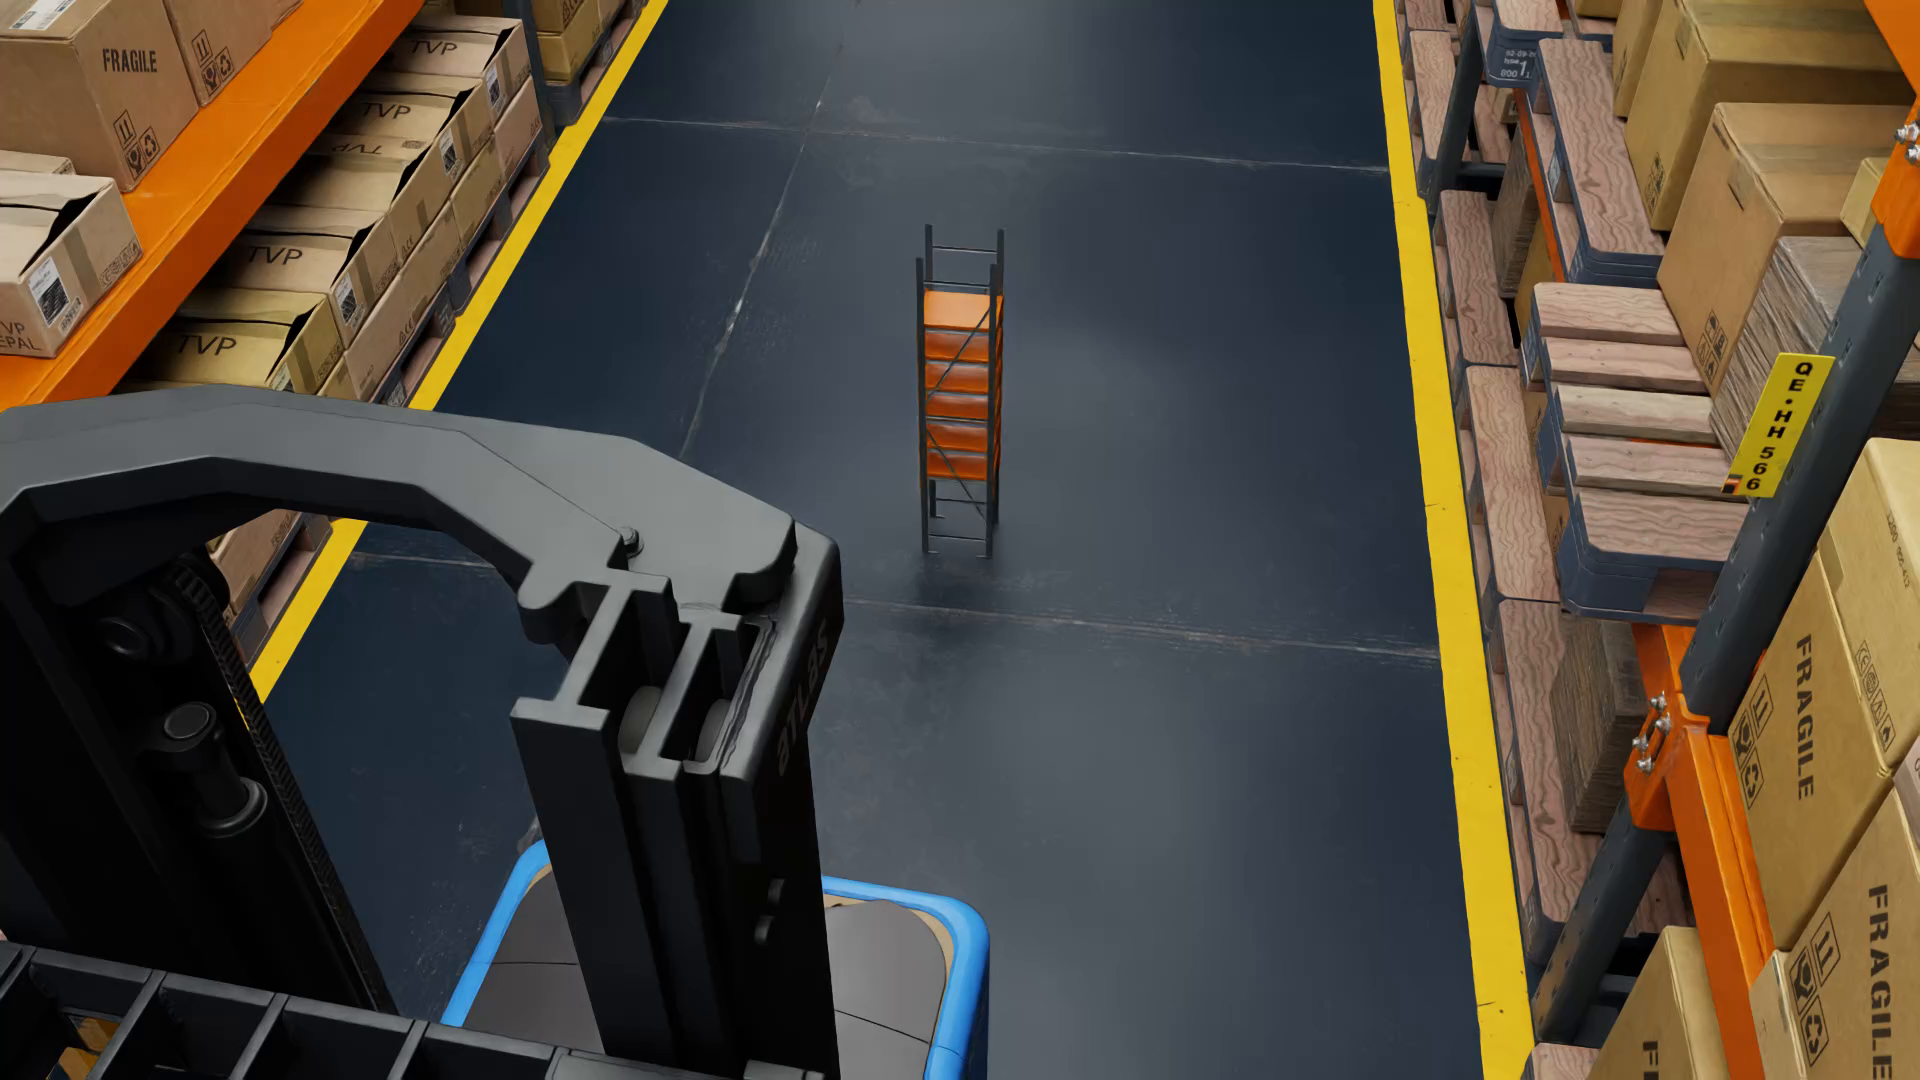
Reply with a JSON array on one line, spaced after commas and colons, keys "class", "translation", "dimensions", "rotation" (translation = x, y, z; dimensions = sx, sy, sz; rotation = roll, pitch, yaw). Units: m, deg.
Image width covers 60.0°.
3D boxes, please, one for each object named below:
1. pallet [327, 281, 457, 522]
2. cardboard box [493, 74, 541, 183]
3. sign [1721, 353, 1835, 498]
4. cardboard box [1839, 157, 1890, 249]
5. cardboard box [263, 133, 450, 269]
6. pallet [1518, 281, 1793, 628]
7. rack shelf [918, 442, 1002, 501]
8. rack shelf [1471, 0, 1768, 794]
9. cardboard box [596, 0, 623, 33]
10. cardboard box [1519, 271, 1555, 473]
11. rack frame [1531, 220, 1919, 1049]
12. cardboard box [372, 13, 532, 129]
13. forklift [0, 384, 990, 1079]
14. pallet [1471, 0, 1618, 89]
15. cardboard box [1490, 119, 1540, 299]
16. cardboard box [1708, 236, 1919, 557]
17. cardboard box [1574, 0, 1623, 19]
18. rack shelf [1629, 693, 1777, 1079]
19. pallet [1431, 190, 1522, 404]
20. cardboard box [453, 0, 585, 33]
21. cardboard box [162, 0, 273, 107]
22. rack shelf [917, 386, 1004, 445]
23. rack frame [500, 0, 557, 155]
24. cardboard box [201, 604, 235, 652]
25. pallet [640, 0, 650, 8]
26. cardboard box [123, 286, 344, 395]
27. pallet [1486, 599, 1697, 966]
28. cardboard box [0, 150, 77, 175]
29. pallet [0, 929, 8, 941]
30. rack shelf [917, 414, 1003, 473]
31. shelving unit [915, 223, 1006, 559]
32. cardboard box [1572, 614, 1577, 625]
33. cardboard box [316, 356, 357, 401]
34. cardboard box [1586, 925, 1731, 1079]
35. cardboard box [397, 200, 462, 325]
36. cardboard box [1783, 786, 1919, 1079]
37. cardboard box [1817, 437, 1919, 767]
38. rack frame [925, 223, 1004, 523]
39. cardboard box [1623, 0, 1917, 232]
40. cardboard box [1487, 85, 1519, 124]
[{"class": "pallet", "translation": [-2.586, -0.589, 6.219], "dimensions": [1.003, 0.211, 1.213], "rotation": [5, 44, 6]}, {"class": "cardboard box", "translation": [-2.136, -1.786, 7.149], "dimensions": [0.500, 0.250, 0.500], "rotation": [5, 44, 5]}, {"class": "sign", "translation": [1.474, -0.202, 2.997], "dimensions": [0.100, 0.325, 0.005], "rotation": [5, 44, 6]}, {"class": "cardboard box", "translation": [2.057, -0.658, 3.398], "dimensions": [0.380, 0.149, 0.250], "rotation": [-1, 43, -2]}, {"class": "cardboard box", "translation": [-2.269, -1.302, 6.230], "dimensions": [0.500, 0.311, 0.500], "rotation": [5, 44, 5]}, {"class": "pallet", "translation": [2.002, -0.193, 3.912], "dimensions": [1.213, 0.211, 1.003], "rotation": [5, 44, 6]}, {"class": "rack shelf", "translation": [0.002, -0.239, 5.543], "dimensions": [0.258, 0.103, 0.180], "rotation": [5, 44, 6]}, {"class": "rack shelf", "translation": [2.278, -0.869, 5.010], "dimensions": [1.077, 0.370, 4.000], "rotation": [5, 44, 6]}, {"class": "cardboard box", "translation": [-1.936, -2.724, 8.140], "dimensions": [0.500, 0.250, 0.500], "rotation": [5, 44, 6]}, {"class": "cardboard box", "translation": [2.335, -0.542, 5.639], "dimensions": [0.700, 0.500, 0.500], "rotation": [6, 44, 6]}, {"class": "rack frame", "translation": [2.013, 0.232, 3.323], "dimensions": [1.000, 3.000, 0.127], "rotation": [5, 44, 6]}, {"class": "cardboard box", "translation": [-2.138, -1.997, 6.964], "dimensions": [0.500, 0.311, 0.500], "rotation": [5, 44, 6]}, {"class": "forklift", "translation": [-0.719, 1.389, 2.152], "dimensions": [1.130, 2.935, 3.031], "rotation": [8, 44, 8]}, {"class": "pallet", "translation": [2.297, -1.916, 5.732], "dimensions": [1.003, 0.211, 1.213], "rotation": [5, 44, 6]}, {"class": "cardboard box", "translation": [2.461, -1.243, 6.379], "dimensions": [0.700, 0.500, 0.500], "rotation": [7, 44, 7]}, {"class": "cardboard box", "translation": [2.065, -0.285, 3.476], "dimensions": [0.700, 0.500, 0.500], "rotation": [1, 43, 1]}, {"class": "cardboard box", "translation": [2.360, -1.966, 5.252], "dimensions": [0.700, 0.500, 0.500], "rotation": [9, 44, 10]}, {"class": "rack shelf", "translation": [1.749, 1.857, 2.131], "dimensions": [1.077, 0.370, 4.000], "rotation": [5, 44, 6]}, {"class": "pallet", "translation": [2.441, -0.950, 6.600], "dimensions": [1.003, 0.211, 1.213], "rotation": [5, 44, 6]}, {"class": "cardboard box", "translation": [-1.997, -2.655, 7.522], "dimensions": [0.500, 0.500, 0.500], "rotation": [5, 44, 6]}, {"class": "cardboard box", "translation": [-2.622, -1.755, 5.349], "dimensions": [0.500, 0.500, 0.500], "rotation": [5, 44, 6]}, {"class": "rack shelf", "translation": [0.002, -0.413, 5.378], "dimensions": [0.258, 0.103, 0.180], "rotation": [5, 44, 6]}, {"class": "rack frame", "translation": [-2.369, -2.941, 6.675], "dimensions": [1.000, 3.000, 0.127], "rotation": [5, 44, 6]}, {"class": "cardboard box", "translation": [-2.537, 0.300, 4.945], "dimensions": [0.500, 0.250, 0.500], "rotation": [5, 44, 5]}, {"class": "pallet", "translation": [-2.063, -3.301, 9.082], "dimensions": [1.003, 0.211, 1.213], "rotation": [5, 44, 6]}, {"class": "cardboard box", "translation": [-2.406, -0.609, 5.498], "dimensions": [0.500, 0.311, 0.500], "rotation": [4, 44, 4]}, {"class": "pallet", "translation": [2.118, 0.713, 4.844], "dimensions": [1.003, 0.211, 1.213], "rotation": [5, 44, 6]}, {"class": "cardboard box", "translation": [-2.785, -0.998, 4.805], "dimensions": [0.380, 0.149, 0.250], "rotation": [8, 44, 9]}, {"class": "pallet", "translation": [-3.034, 1.303, 4.221], "dimensions": [1.003, 0.211, 1.213], "rotation": [5, 44, 6]}, {"class": "rack shelf", "translation": [0.002, -0.326, 5.461], "dimensions": [0.258, 0.103, 0.180], "rotation": [5, 44, 6]}, {"class": "shelving unit", "translation": [0.002, -0.446, 5.348], "dimensions": [0.258, 1.200, 0.189], "rotation": [5, 44, 6]}, {"class": "cardboard box", "translation": [2.240, 0.144, 4.914], "dimensions": [0.700, 0.500, 0.500], "rotation": [5, 44, 5]}, {"class": "cardboard box", "translation": [-2.409, -0.397, 5.682], "dimensions": [0.500, 0.250, 0.500], "rotation": [4, 44, 4]}, {"class": "cardboard box", "translation": [1.786, 1.350, 3.401], "dimensions": [0.750, 0.750, 0.750], "rotation": [5, 44, 5]}, {"class": "cardboard box", "translation": [-2.272, -1.093, 6.417], "dimensions": [0.500, 0.250, 0.500], "rotation": [6, 44, 6]}, {"class": "cardboard box", "translation": [1.617, 0.745, 2.478], "dimensions": [0.500, 0.500, 0.500], "rotation": [7, 44, 7]}, {"class": "cardboard box", "translation": [1.694, 0.114, 2.599], "dimensions": [0.500, 0.250, 0.500], "rotation": [6, 44, 7]}, {"class": "rack frame", "translation": [0.014, -0.508, 5.414], "dimensions": [0.240, 1.200, 0.006], "rotation": [5, 44, 6]}, {"class": "cardboard box", "translation": [2.208, -1.136, 4.375], "dimensions": [0.700, 0.500, 0.500], "rotation": [5, 44, 6]}, {"class": "cardboard box", "translation": [2.583, -1.992, 7.413], "dimensions": [0.380, 0.166, 0.250], "rotation": [0, 43, 0]}]
